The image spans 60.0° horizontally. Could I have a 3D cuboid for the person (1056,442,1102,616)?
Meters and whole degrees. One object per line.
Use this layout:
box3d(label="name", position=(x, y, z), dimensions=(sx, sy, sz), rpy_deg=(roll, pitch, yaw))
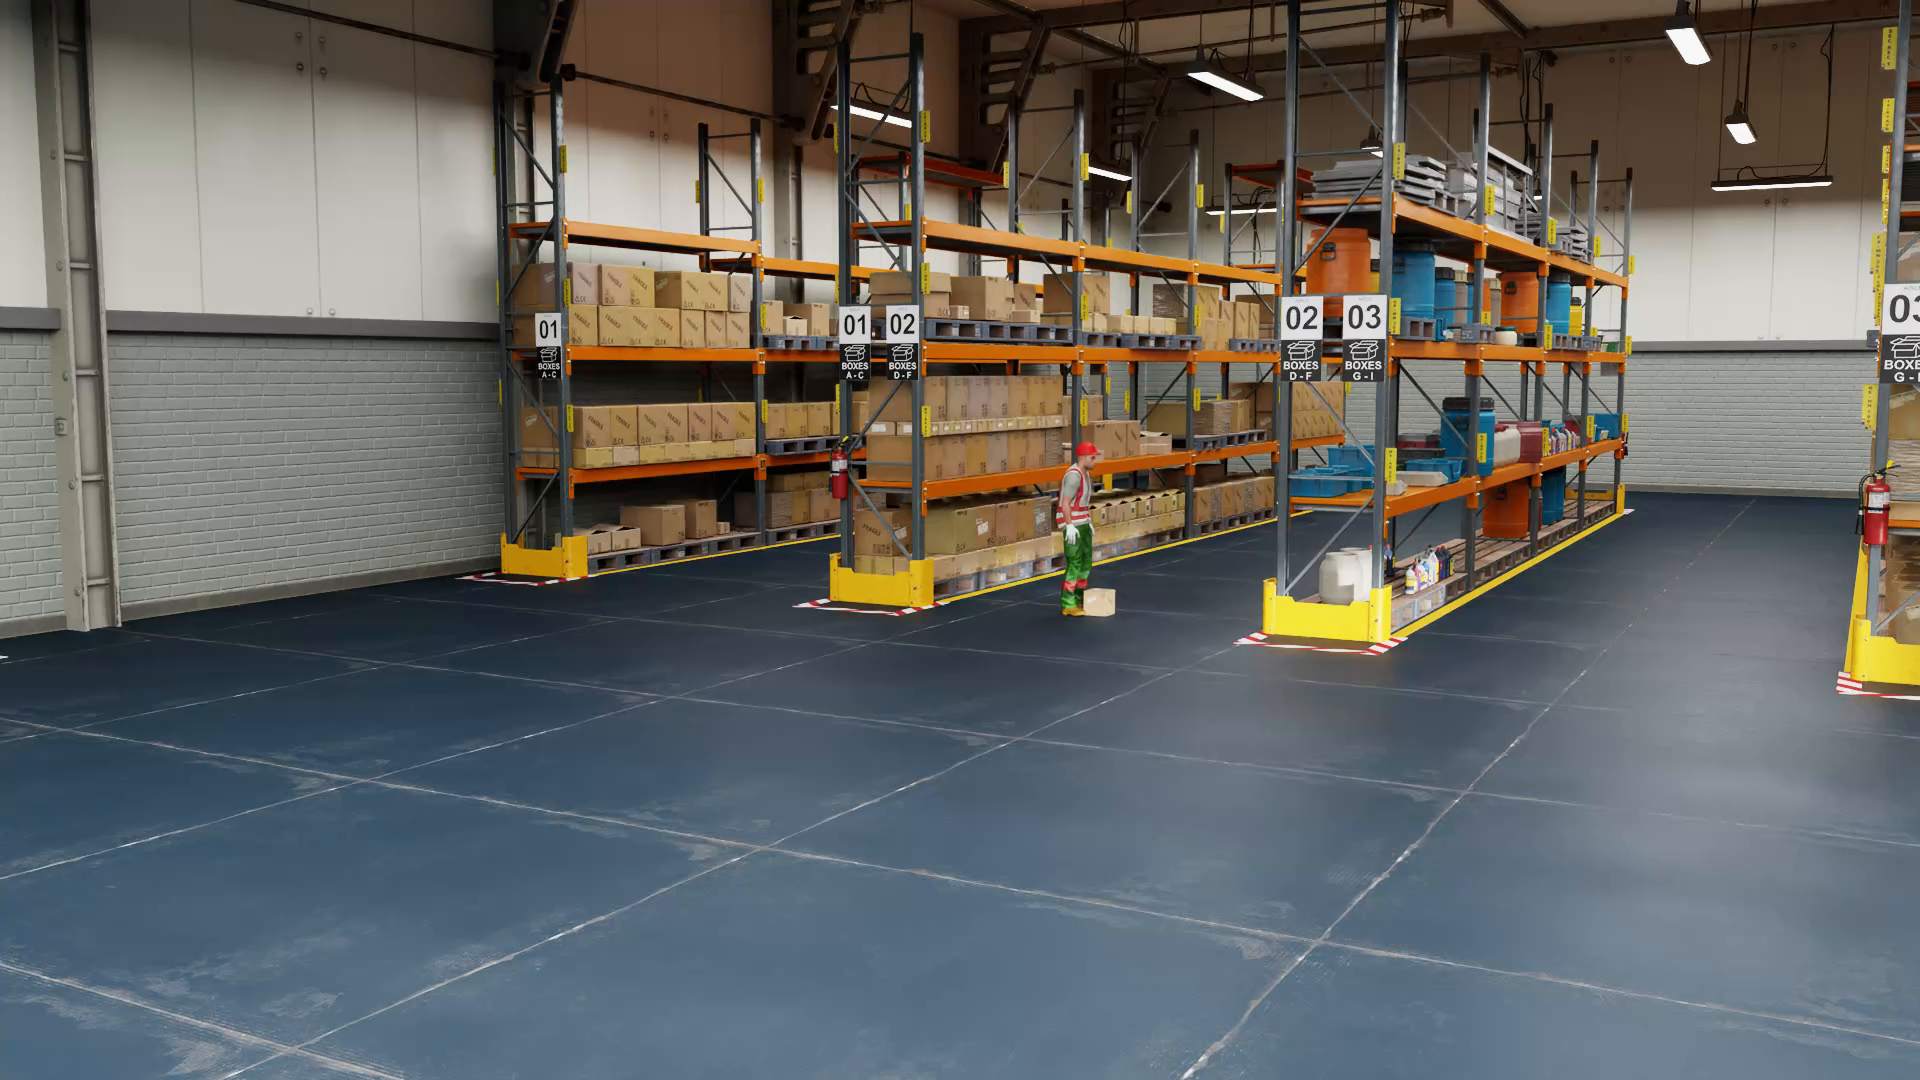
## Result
box3d(label="person", position=(1.239, -0.124, 17.223), dimensions=(0.452, 1.777, 0.610), rpy_deg=(3, 6, 25))
